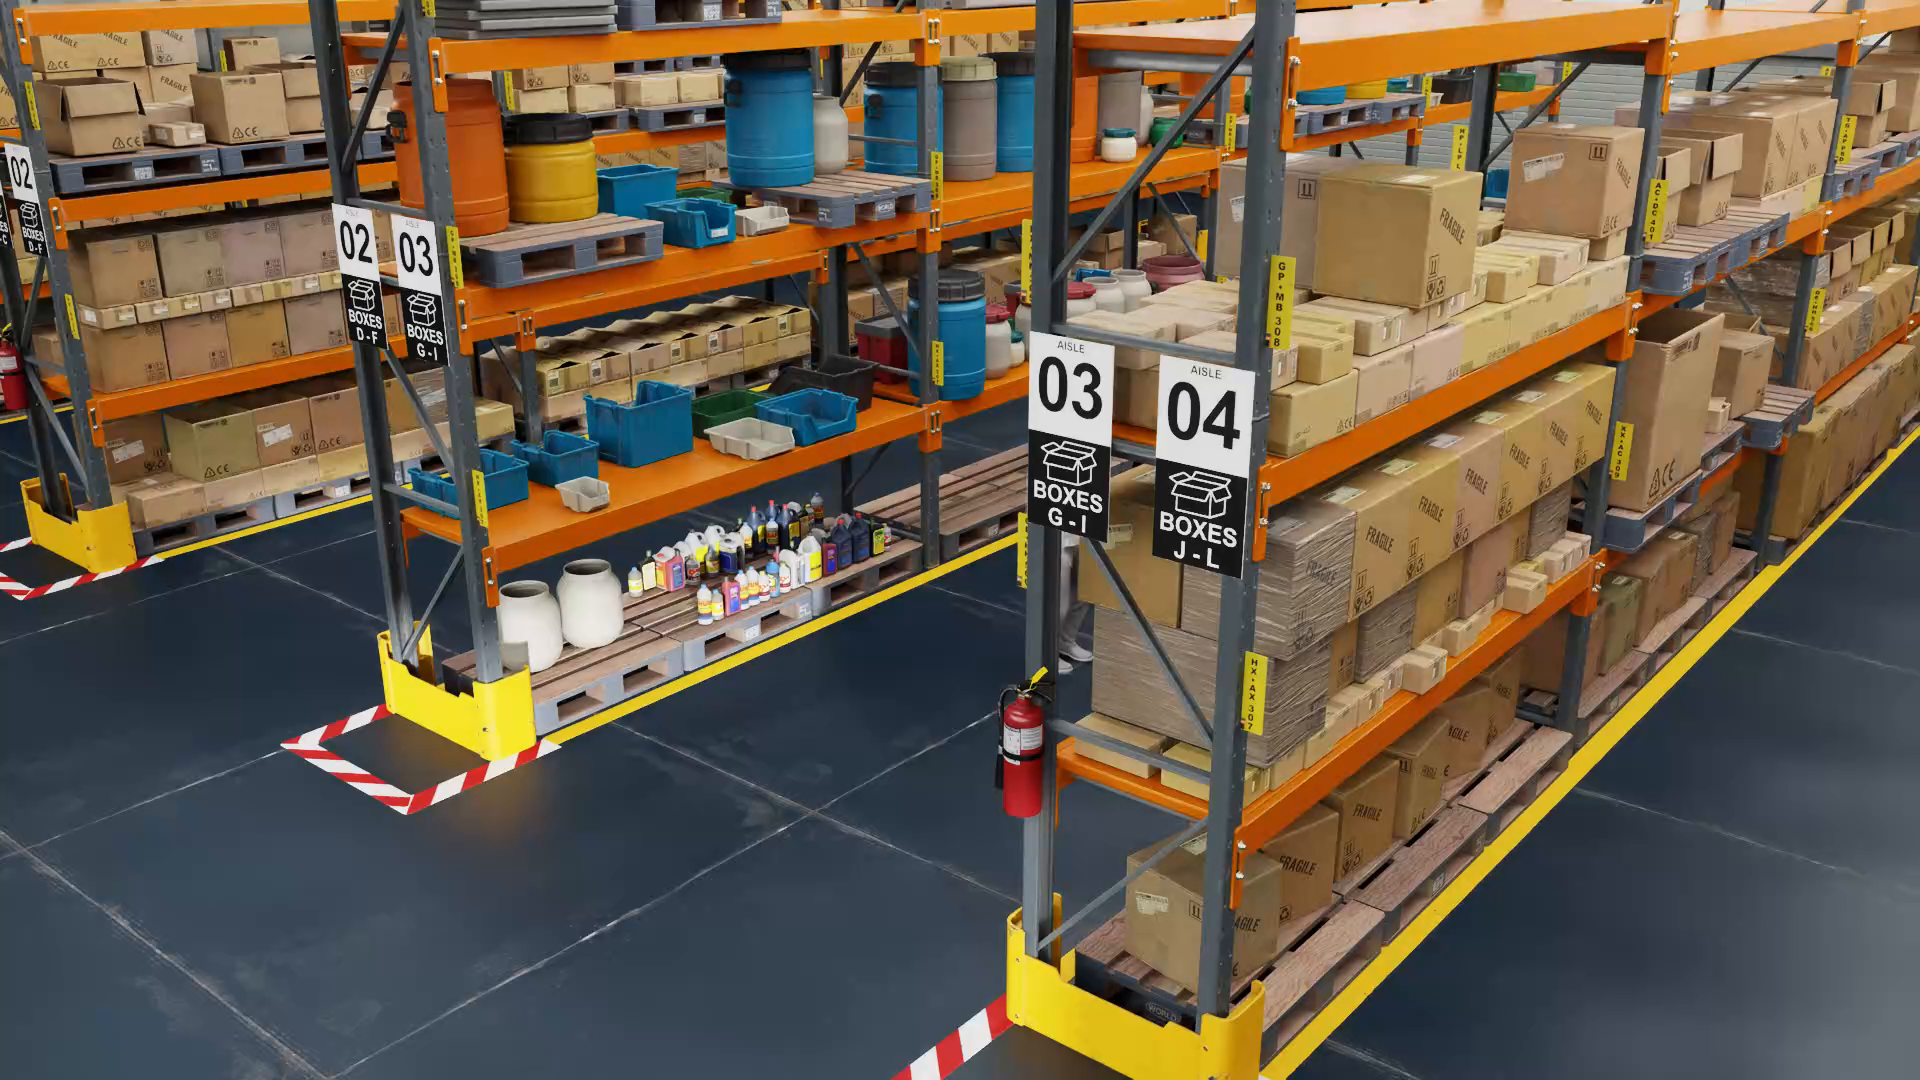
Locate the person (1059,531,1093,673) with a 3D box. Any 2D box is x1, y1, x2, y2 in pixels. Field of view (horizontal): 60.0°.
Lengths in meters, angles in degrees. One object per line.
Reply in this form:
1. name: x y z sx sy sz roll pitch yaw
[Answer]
1. person: 0.730 0.046 10.985 0.381 1.651 0.485 17 26 38
